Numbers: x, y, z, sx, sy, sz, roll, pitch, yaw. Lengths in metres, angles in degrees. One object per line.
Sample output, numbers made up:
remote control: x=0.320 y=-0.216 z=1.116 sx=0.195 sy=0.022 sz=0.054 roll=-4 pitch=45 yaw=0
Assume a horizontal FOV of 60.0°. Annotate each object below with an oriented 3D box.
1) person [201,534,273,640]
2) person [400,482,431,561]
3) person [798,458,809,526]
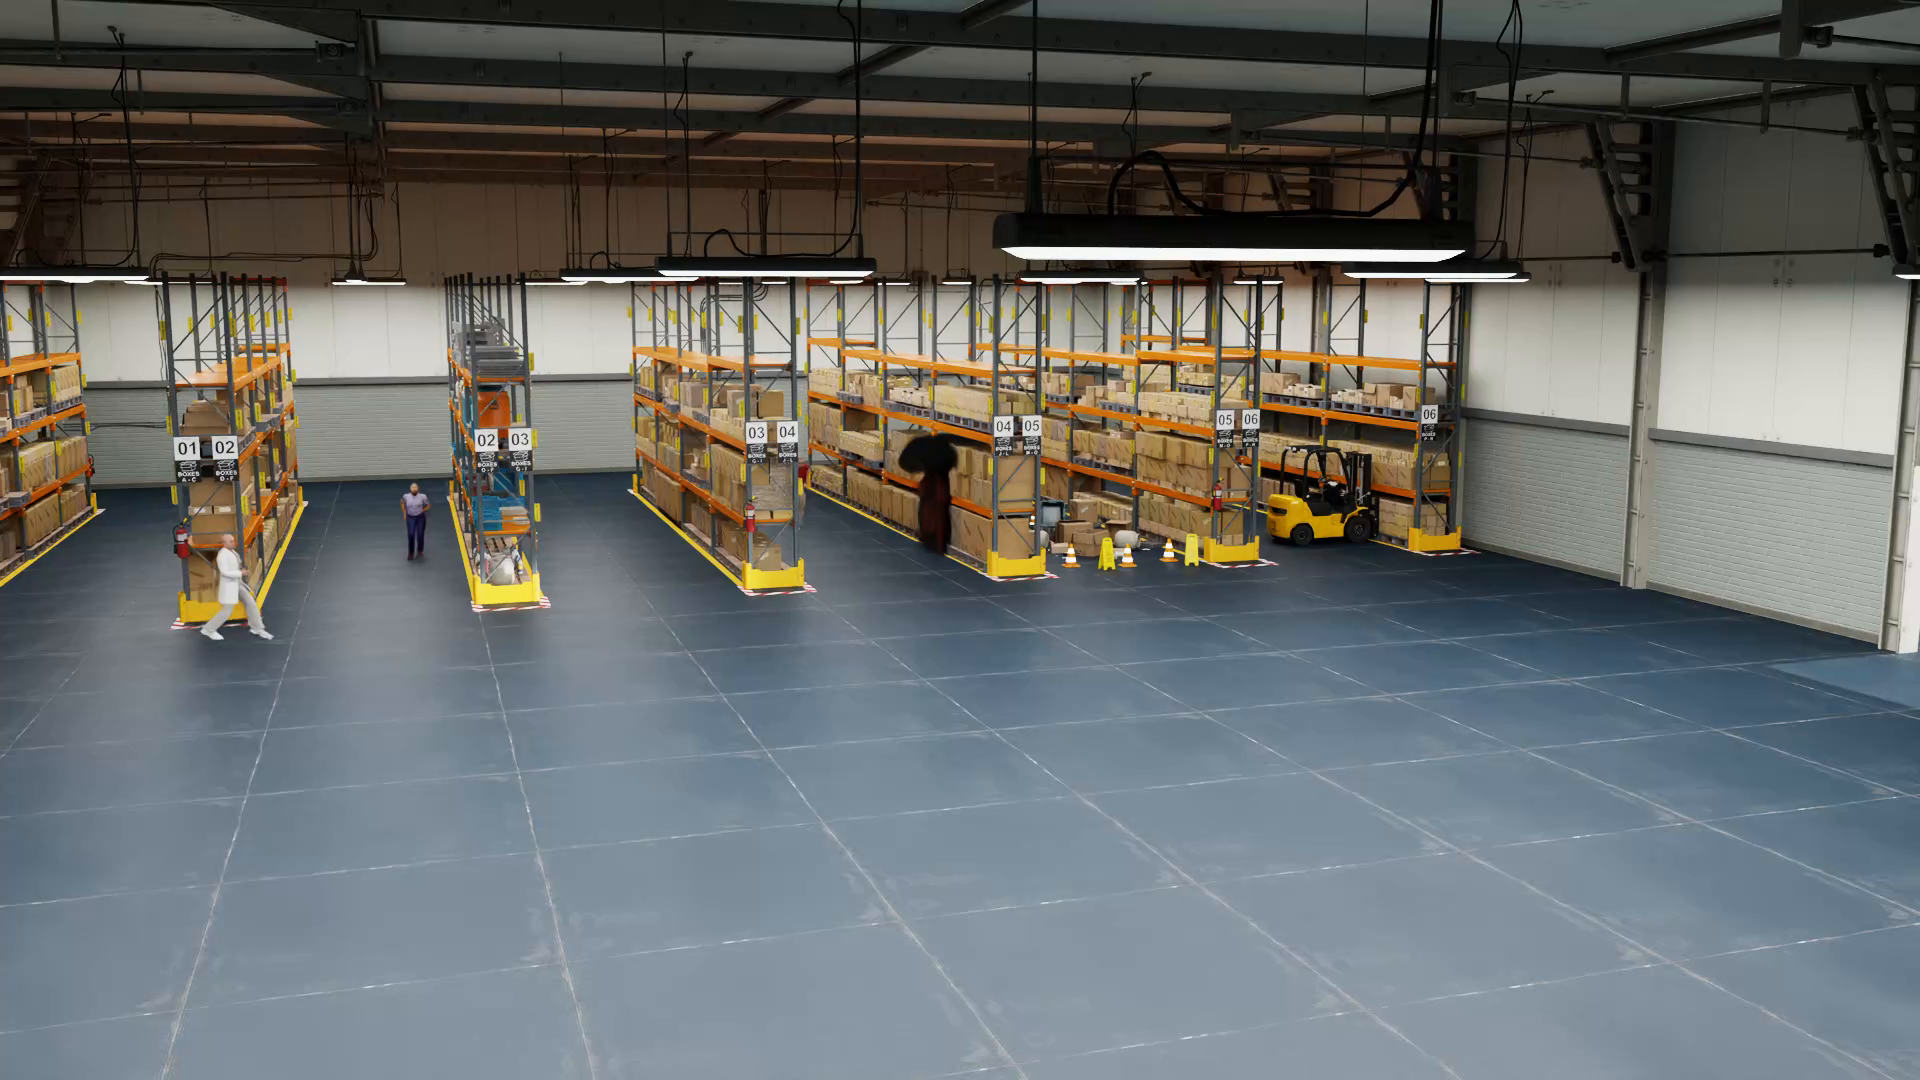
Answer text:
person: x=-11.827 y=0.789 z=26.997 sx=1.039 sy=1.793 sz=0.705 roll=-1 pitch=9 yaw=-4
person: x=-11.539 y=-0.389 z=35.298 sx=0.613 sy=1.684 sz=0.702 roll=-3 pitch=9 yaw=-18
person: x=-4.053 y=-1.216 z=40.839 sx=0.700 sy=1.690 sz=1.024 roll=-5 pitch=10 yaw=-30
